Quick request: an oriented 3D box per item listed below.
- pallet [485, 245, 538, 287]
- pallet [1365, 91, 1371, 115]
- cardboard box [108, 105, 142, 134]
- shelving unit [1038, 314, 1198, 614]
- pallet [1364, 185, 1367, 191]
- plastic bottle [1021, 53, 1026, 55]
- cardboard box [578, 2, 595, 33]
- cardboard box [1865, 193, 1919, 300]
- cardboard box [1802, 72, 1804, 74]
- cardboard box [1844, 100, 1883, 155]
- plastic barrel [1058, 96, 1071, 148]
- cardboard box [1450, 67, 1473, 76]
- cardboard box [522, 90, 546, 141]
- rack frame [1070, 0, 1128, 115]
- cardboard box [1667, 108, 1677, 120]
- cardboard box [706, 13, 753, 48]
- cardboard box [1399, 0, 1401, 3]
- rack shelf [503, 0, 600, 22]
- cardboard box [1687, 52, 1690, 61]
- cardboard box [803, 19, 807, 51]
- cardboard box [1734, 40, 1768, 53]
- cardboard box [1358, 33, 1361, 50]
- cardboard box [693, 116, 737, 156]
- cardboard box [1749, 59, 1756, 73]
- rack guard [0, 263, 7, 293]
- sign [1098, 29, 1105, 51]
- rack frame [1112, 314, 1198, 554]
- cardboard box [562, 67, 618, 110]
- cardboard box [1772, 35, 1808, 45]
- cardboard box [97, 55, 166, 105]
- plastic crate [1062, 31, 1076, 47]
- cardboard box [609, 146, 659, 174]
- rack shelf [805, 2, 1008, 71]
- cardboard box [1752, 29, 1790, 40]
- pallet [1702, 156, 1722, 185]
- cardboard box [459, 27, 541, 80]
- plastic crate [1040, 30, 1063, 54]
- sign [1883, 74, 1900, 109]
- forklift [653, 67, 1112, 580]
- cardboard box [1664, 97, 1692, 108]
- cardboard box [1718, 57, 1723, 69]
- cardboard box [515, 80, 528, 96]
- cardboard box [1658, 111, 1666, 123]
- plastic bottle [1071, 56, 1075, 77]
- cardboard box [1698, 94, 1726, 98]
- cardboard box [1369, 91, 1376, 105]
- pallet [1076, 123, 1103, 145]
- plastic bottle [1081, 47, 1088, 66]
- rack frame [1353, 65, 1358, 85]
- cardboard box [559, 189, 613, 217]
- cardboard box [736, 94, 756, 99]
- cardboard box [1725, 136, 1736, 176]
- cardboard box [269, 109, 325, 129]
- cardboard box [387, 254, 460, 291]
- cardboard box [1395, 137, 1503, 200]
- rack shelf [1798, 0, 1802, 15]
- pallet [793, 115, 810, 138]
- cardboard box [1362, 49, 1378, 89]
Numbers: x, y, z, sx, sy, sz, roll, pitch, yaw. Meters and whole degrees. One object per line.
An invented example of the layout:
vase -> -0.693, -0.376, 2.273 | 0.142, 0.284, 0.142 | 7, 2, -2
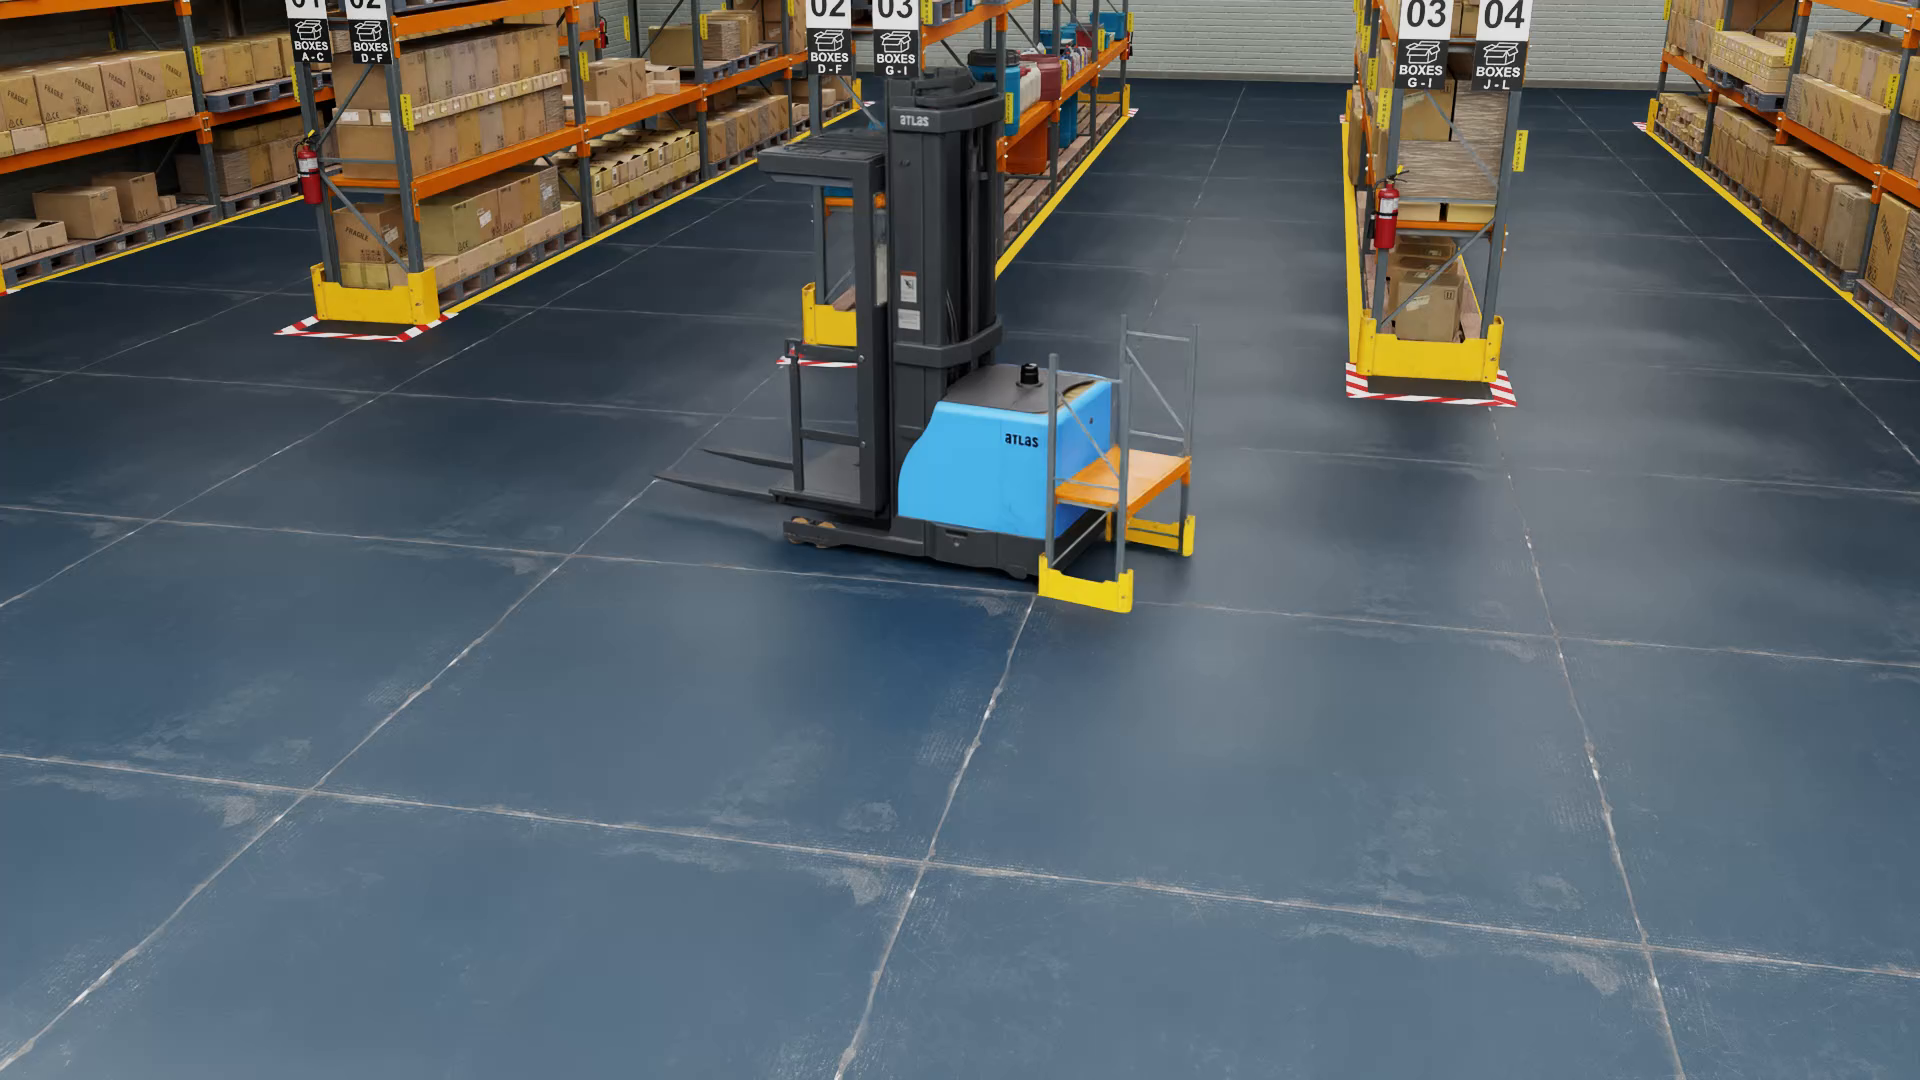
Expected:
pallet -> -5.302, -3.004, 18.030 | 1.003, 0.211, 1.213 | 4, 22, 11
pallet -> 5.620, -5.381, 20.457 | 1.213, 0.211, 1.003 | 4, 22, 11
cardboard box -> -9.700, -4.786, 18.895 | 0.500, 0.250, 0.500 | 4, 22, 11
shelving unit -> 0.982, -0.490, 10.062 | 0.587, 1.500, 1.083 | 11, 25, 26
pallet -> 5.896, -4.728, 22.311 | 1.003, 0.211, 1.213 | 4, 22, 11
plastic bottle -> 0.925, -6.958, 24.282 | 0.152, 0.276, 0.135 | 4, 22, 11
cardboard box -> -7.348, -9.749, 30.645 | 0.980, 0.700, 0.700 | 5, 23, 13
cardboard box -> 9.483, -2.846, 16.186 | 0.875, 0.875, 0.875 | 5, 22, 12
cardboard box -> 11.000, -5.944, 21.371 | 0.380, 0.149, 0.250 | 5, 23, 13
cardboard box -> 9.628, -4.303, 17.390 | 0.500, 0.500, 0.500 | 4, 22, 10
plastic barrel -> 1.356, -6.344, 24.838 | 0.600, 0.901, 0.708 | 4, 22, 11
cardboard box -> 4.516, -3.824, 14.463 | 0.500, 0.500, 0.500 | 4, 22, 11
cardboard box -> -5.038, -4.723, 18.431 | 0.700, 0.500, 0.500 | 4, 22, 10
rack frame -> 2.445, -9.042, 29.291 | 1.000, 3.000, 0.127 | 4, 22, 11
cardboard box -> 11.537, -6.810, 26.604 | 0.380, 0.149, 0.250 | 5, 23, 13
cardboard box -> -3.614, -7.787, 25.478 | 0.700, 0.500, 0.500 | 8, 23, 19
cardboard box -> 3.780, -4.445, 13.528 | 0.380, 0.149, 0.250 | 4, 22, 11
rack shelf -> -4.444, -6.822, 20.725 | 1.077, 0.370, 4.000 | 4, 22, 11
cardboard box -> 11.473, -7.465, 25.711 | 0.380, 0.149, 0.250 | 5, 23, 13
cardboard box -> -2.748, -8.358, 27.457 | 0.500, 0.500, 0.500 | 5, 22, 12
cardboard box -> 10.519, -6.559, 22.102 | 0.380, 0.149, 0.250 | 5, 23, 13
cardboard box -> 6.518, -7.828, 26.078 | 0.500, 0.250, 0.500 | 5, 22, 12
cardboard box -> -3.562, -5.877, 24.187 | 0.500, 0.500, 0.500 | 4, 22, 9
cardboard box -> 10.306, -6.041, 21.215 | 0.380, 0.149, 0.250 | 5, 22, 11
rack guard -> -10.503, -2.814, 17.172 | 1.175, 0.500, 0.348 | 4, 22, 11
sign -> 2.167, -7.665, 25.501 | 0.100, 0.325, 0.005 | 4, 22, 11
rack frame -> 1.220, -0.653, 10.469 | 0.500, 1.500, 0.032 | 11, 25, 26
cardboard box -> -4.572, -5.551, 20.489 | 0.500, 0.500, 0.500 | 6, 23, 15
cardboard box -> 11.313, -6.787, 22.668 | 0.380, 0.149, 0.250 | 4, 22, 9
cardboard box -> -9.593, -5.317, 19.211 | 0.500, 0.500, 0.500 | 4, 22, 11
plastic crate -> 1.742, -8.336, 27.681 | 0.416, 0.233, 0.300 | 4, 22, 11
cardboard box -> -4.212, -4.907, 21.389 | 0.500, 0.311, 0.500 | 5, 22, 12
rack shelf -> -0.412, -4.980, 16.151 | 1.077, 0.370, 4.000 | 4, 22, 11
cardboard box -> 11.660, -7.133, 24.018 | 0.500, 0.500, 0.500 | 4, 22, 10
pallet -> 11.155, -5.209, 23.504 | 1.003, 0.211, 1.213 | 4, 22, 11
cardboard box -> -5.039, -5.333, 18.210 | 0.700, 0.500, 0.500 | 4, 22, 11
plastic crate -> 1.390, -7.797, 26.138 | 0.392, 0.384, 0.575 | 4, 22, 11
sign -> 9.147, -4.399, 16.318 | 0.100, 0.325, 0.005 | 4, 22, 11
forklift -> -0.584, -1.471, 10.583 | 3.031, 2.935, 1.130 | 10, 24, 23
cardboard box -> 11.574, -7.040, 26.776 | 0.380, 0.149, 0.250 | 4, 22, 11
cardboard box -> 10.676, -6.563, 22.909 | 0.380, 0.149, 0.250 | 5, 22, 11
cardboard box -> -4.908, -4.892, 17.983 | 0.380, 0.149, 0.250 | 4, 22, 11
cardboard box -> 11.708, -6.955, 27.361 | 0.380, 0.149, 0.250 | 5, 22, 12
plastic bottle -> 1.610, -6.816, 23.920 | 0.061, 0.283, 0.133 | 4, 22, 11
cardboard box -> 12.268, -7.185, 27.137 | 0.380, 0.149, 0.250 | 5, 22, 12
cardboard box -> 5.094, -5.269, 19.560 | 0.500, 0.250, 0.500 | 4, 22, 9
pallet -> 1.740, -6.558, 26.854 | 1.003, 0.211, 1.213 | 4, 22, 11
plastic bottle -> 1.864, -7.353, 25.262 | 0.152, 0.276, 0.135 | 4, 22, 11
rack frame -> 7.293, -8.665, 28.353 | 1.000, 3.000, 0.127 | 4, 22, 11
cardboard box -> -4.528, -4.081, 20.089 | 0.500, 0.250, 0.500 | 4, 22, 10
cardboard box -> -3.557, -6.845, 26.591 | 0.500, 0.500, 0.500 | 3, 22, 8
cardboard box -> 10.702, -5.186, 22.499 | 0.500, 0.500, 0.500 | 5, 22, 12
cardboard box -> -9.160, -5.793, 22.976 | 0.500, 0.250, 0.500 | 5, 22, 12
cardboard box -> -5.341, -2.668, 16.582 | 0.500, 0.250, 0.500 | 4, 22, 11
cardboard box -> 4.168, -3.197, 14.244 | 0.875, 0.500, 0.500 | 4, 22, 11
rack shelf -> 10.904, -7.113, 21.448 | 1.077, 0.370, 4.000 | 4, 22, 11
pallet -> -3.079, -6.916, 27.744 | 1.003, 0.211, 1.213 | 4, 22, 11
cardboard box -> 5.729, -6.357, 22.489 | 0.500, 0.500, 0.500 | 4, 22, 9
